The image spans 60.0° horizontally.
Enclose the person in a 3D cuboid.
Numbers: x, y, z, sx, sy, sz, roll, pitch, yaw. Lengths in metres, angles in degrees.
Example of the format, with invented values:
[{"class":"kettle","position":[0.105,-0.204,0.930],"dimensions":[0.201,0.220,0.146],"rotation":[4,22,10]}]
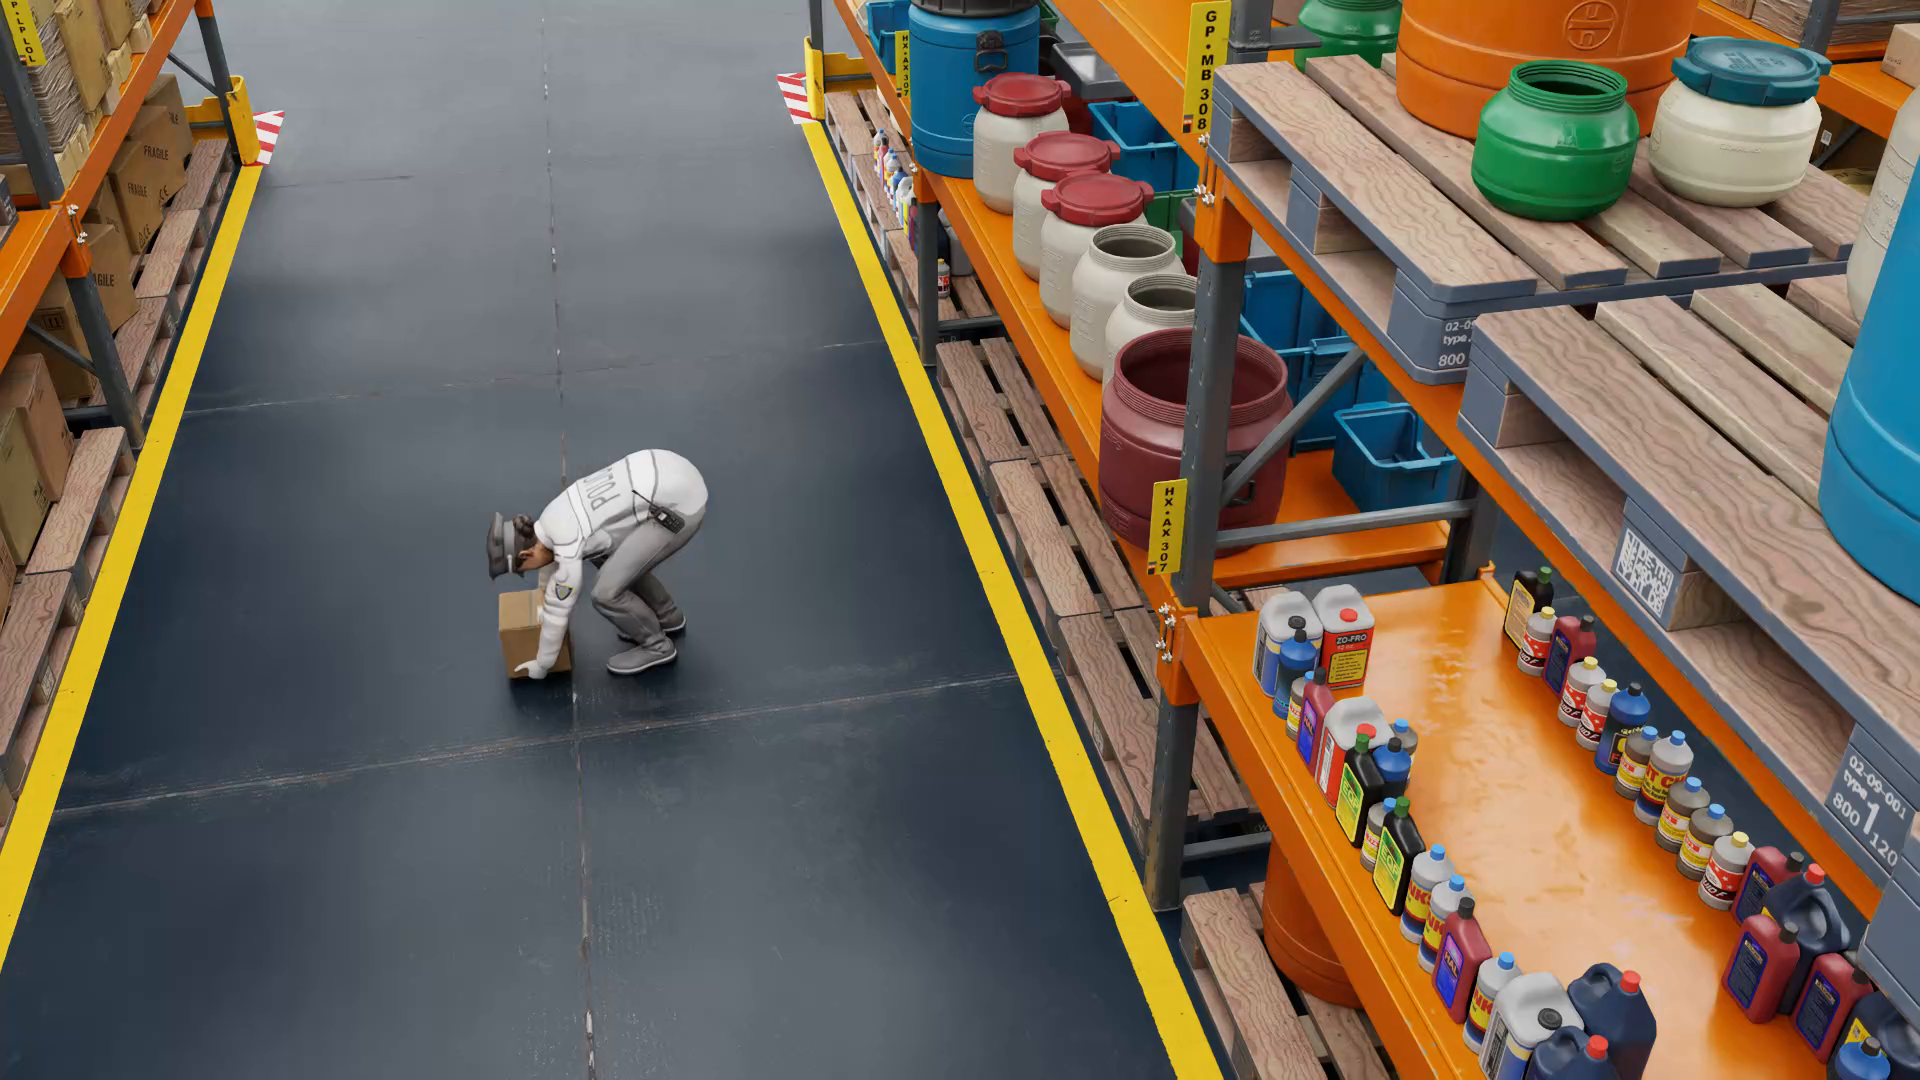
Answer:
[{"class":"person","position":[-1.266,-0.223,6.465],"dimensions":[0.414,1.662,0.533],"rotation":[-9,36,-13]}]
